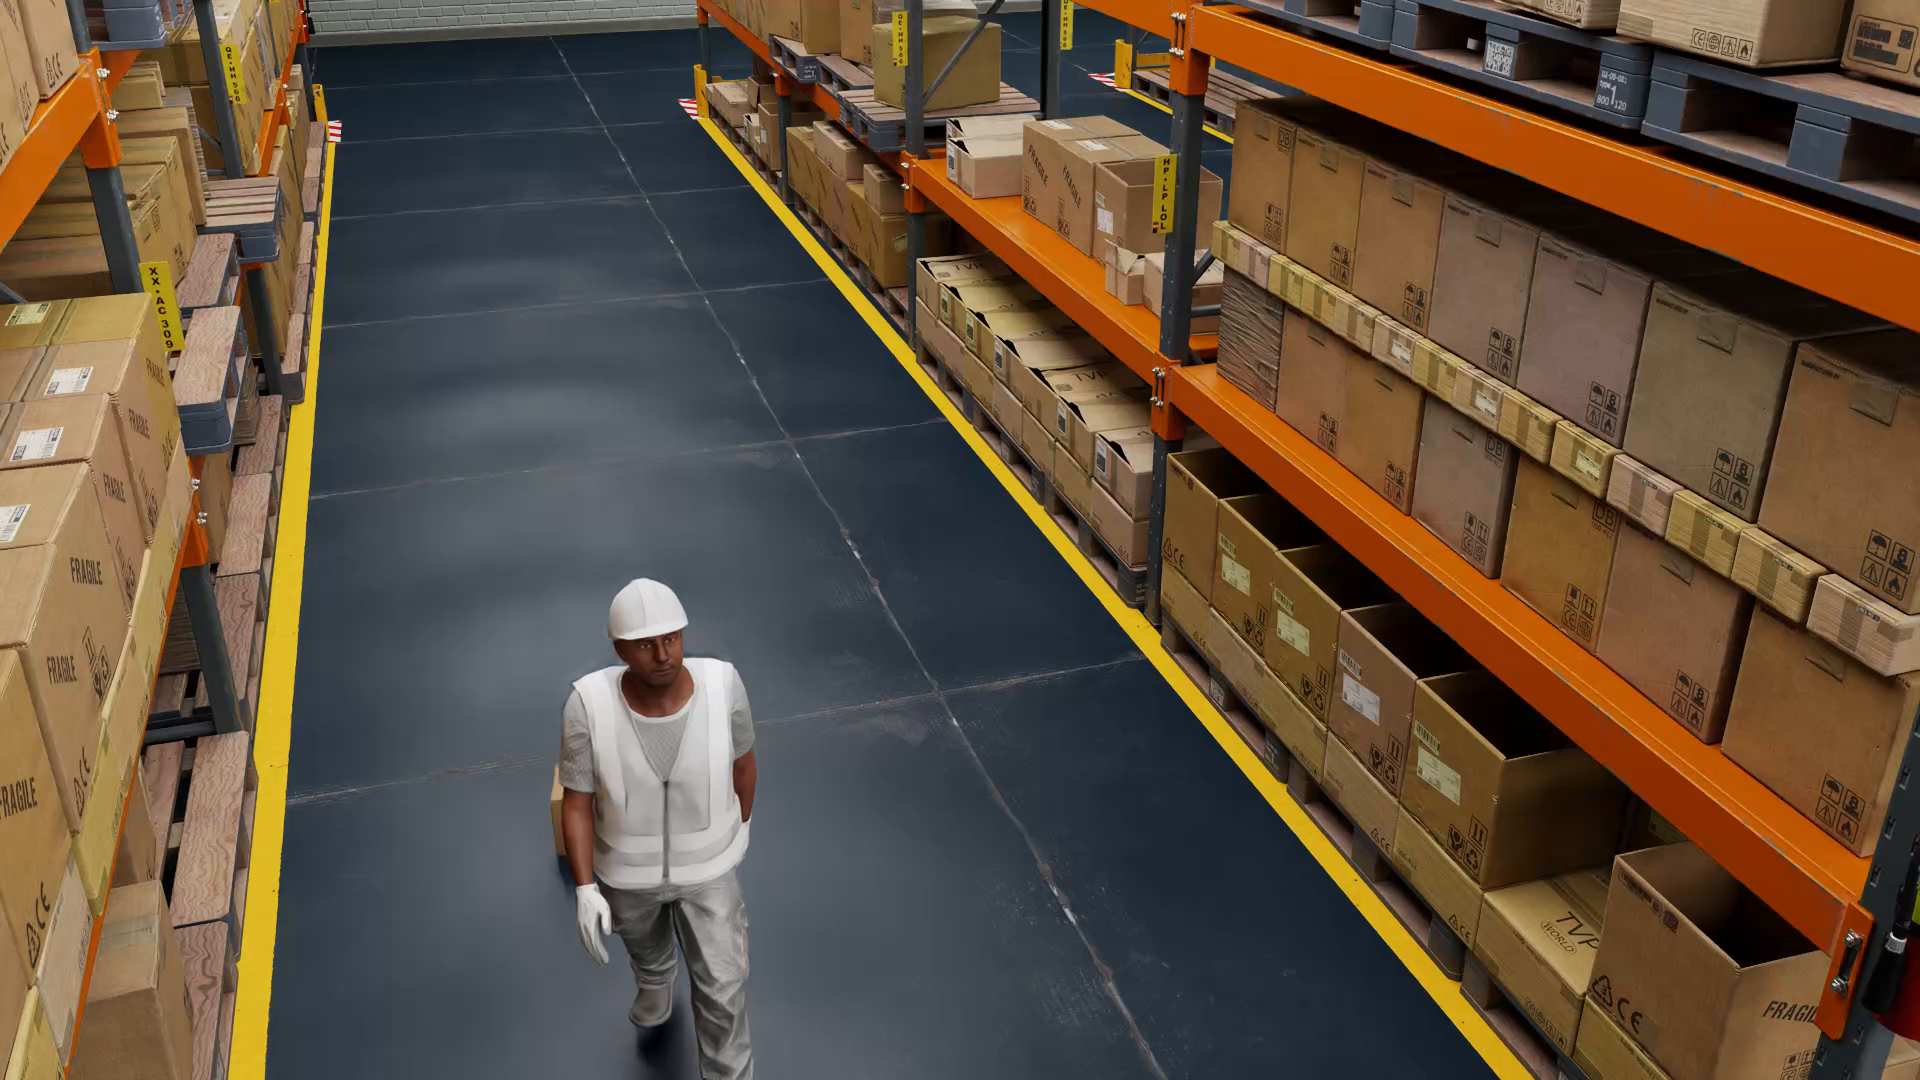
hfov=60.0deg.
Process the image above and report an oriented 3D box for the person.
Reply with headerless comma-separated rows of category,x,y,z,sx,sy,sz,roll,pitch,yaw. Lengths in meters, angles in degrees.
person,-0.829,0.921,4.698,0.538,1.734,1.066,-4,26,-7
